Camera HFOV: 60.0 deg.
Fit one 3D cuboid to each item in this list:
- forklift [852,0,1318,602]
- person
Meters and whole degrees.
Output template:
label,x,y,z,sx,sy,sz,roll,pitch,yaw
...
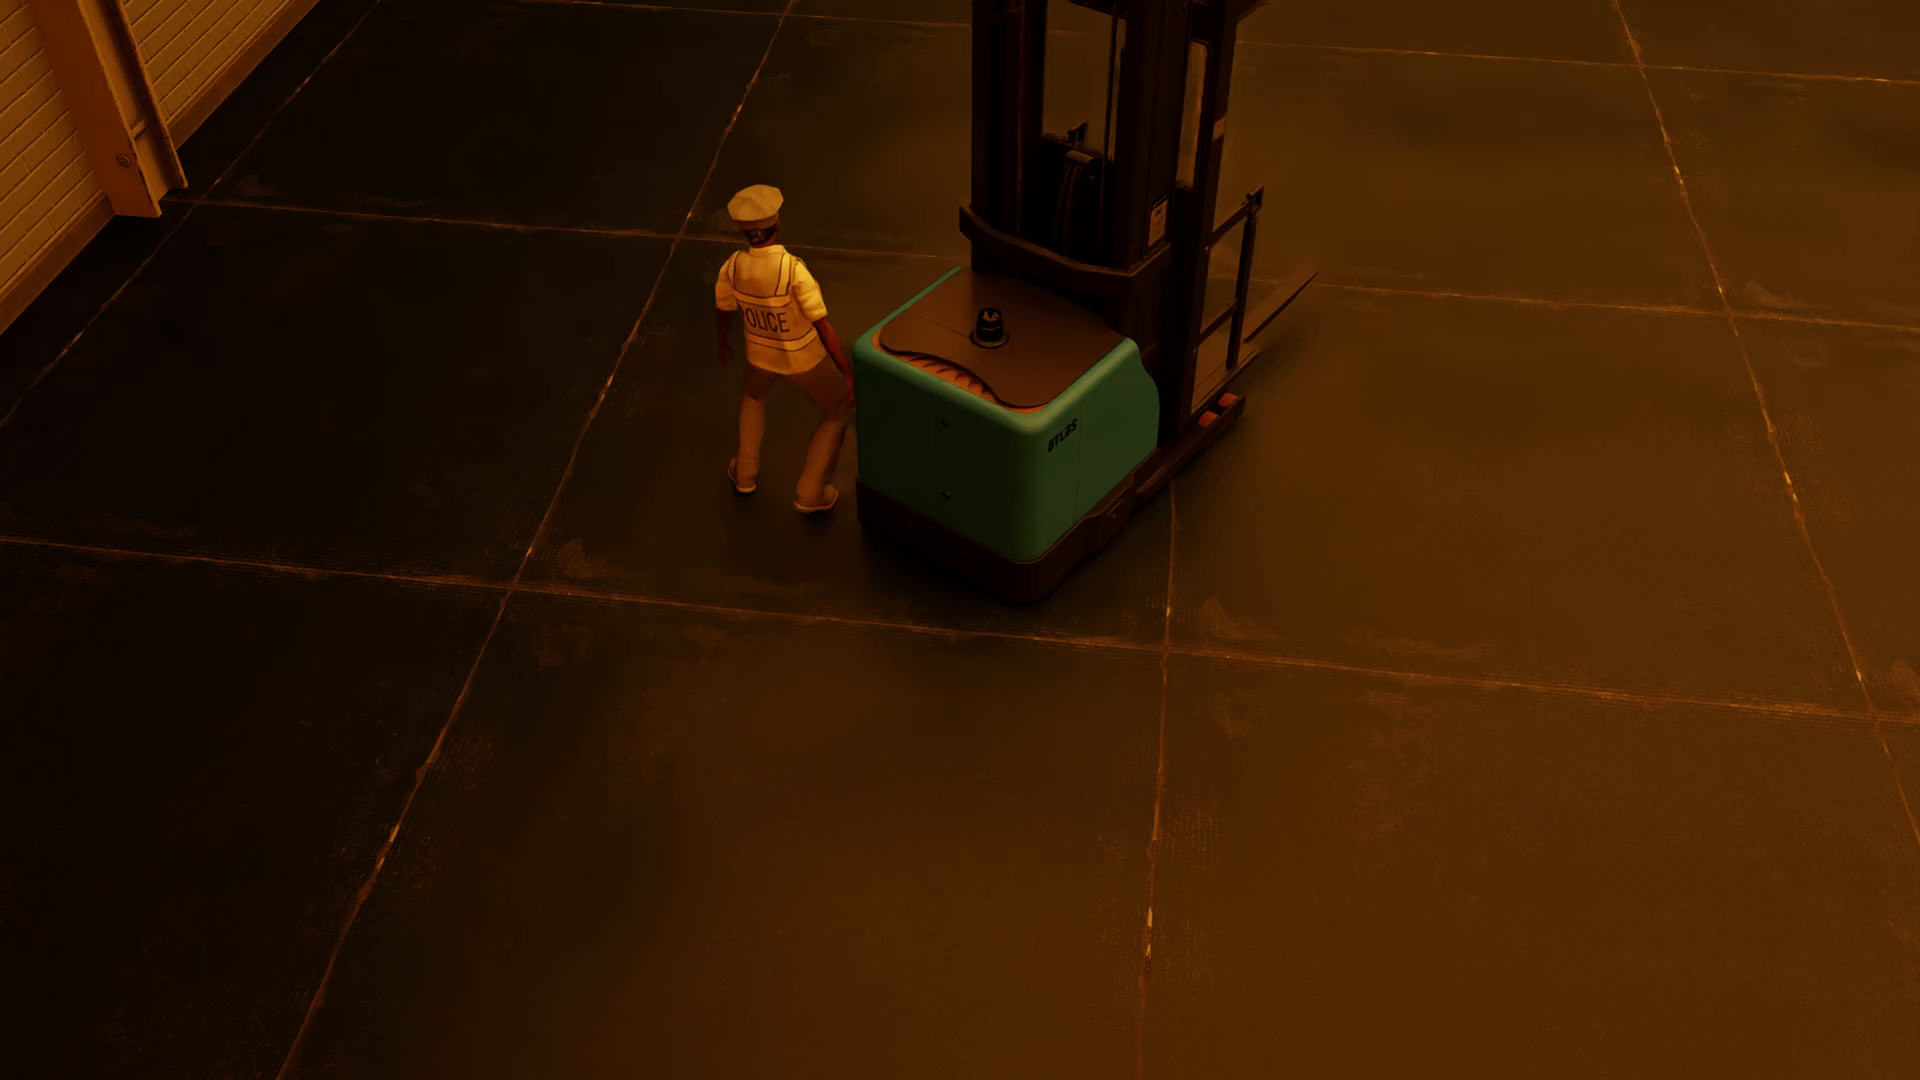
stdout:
label,x,y,z,sx,sy,sz,roll,pitch,yaw
forklift,0.803,-1.746,7.625,1.130,2.935,3.031,27,49,26
person,-0.803,-0.819,7.626,0.797,1.589,0.467,18,46,19
